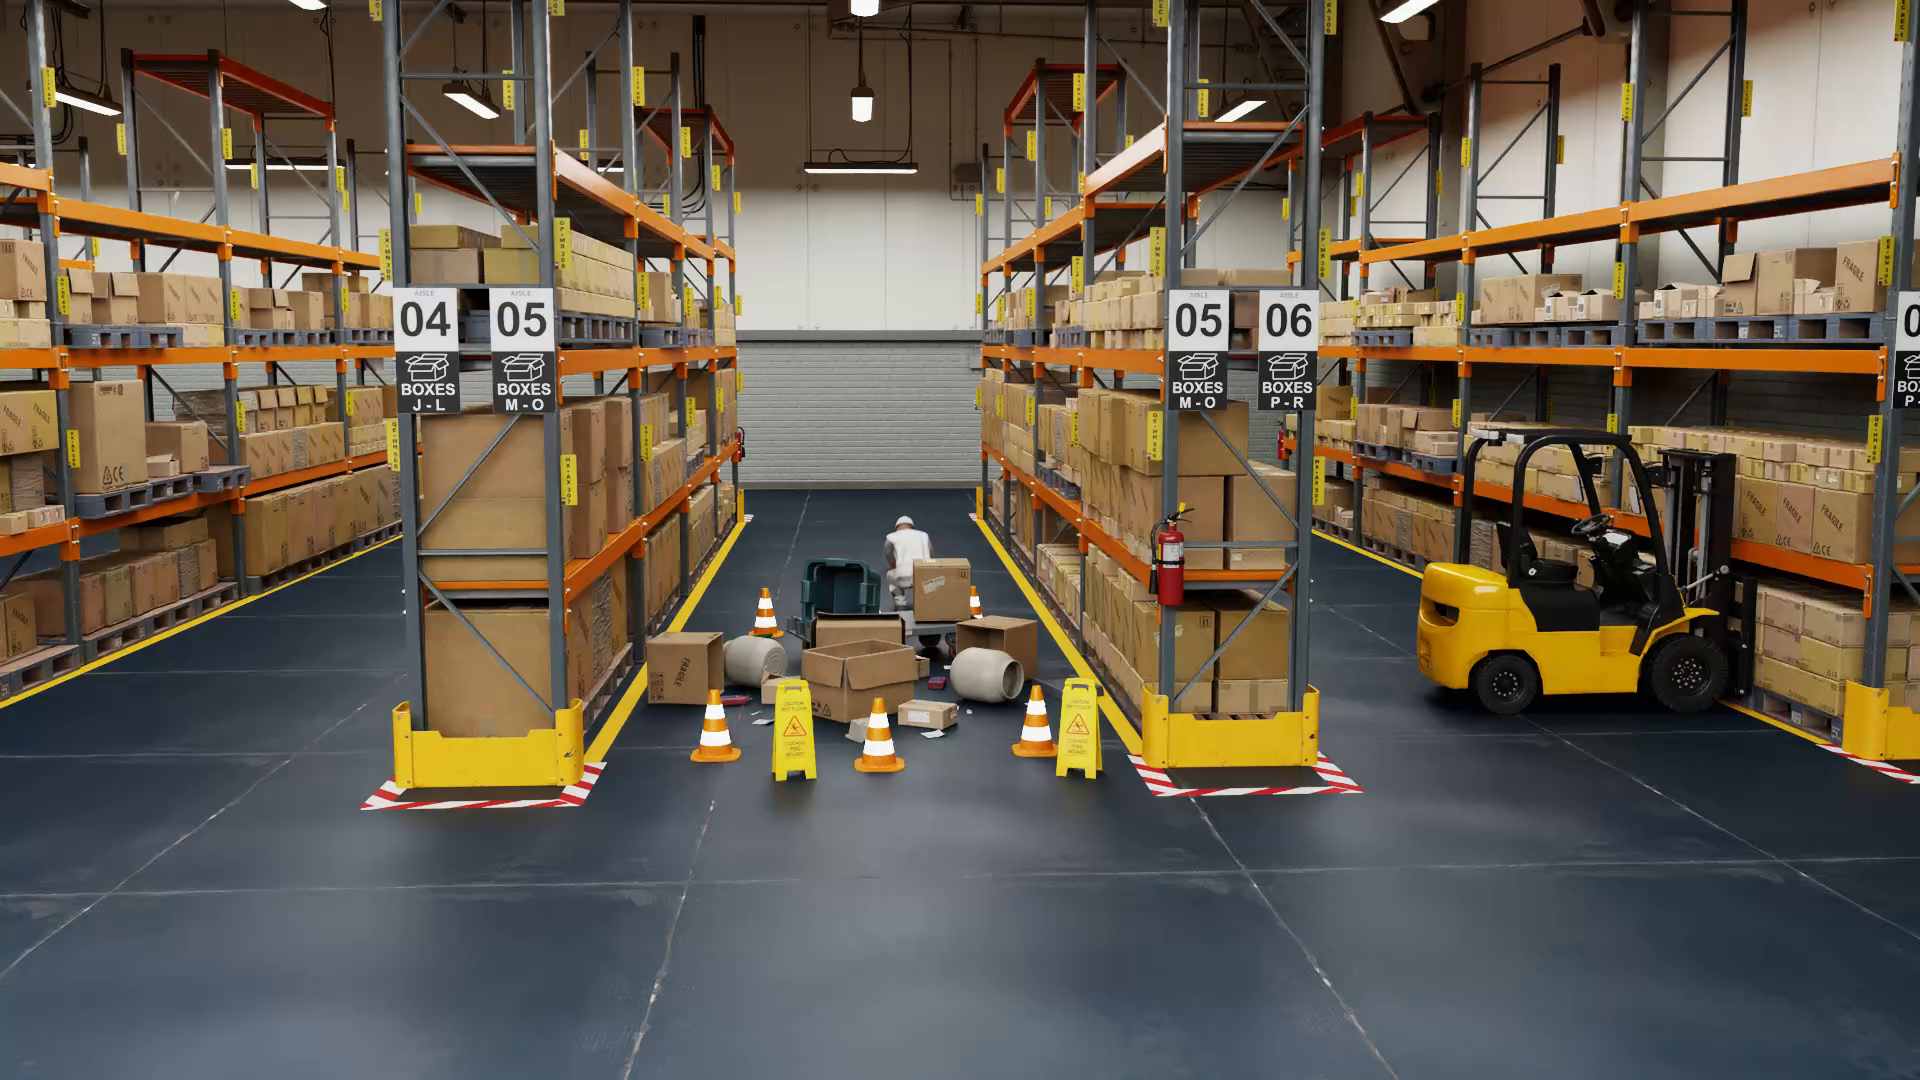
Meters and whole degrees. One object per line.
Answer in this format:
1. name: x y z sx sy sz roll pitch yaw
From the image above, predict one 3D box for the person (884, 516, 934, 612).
1. person: -0.537 0.259 17.881 0.549 0.990 0.870 0 7 -4
